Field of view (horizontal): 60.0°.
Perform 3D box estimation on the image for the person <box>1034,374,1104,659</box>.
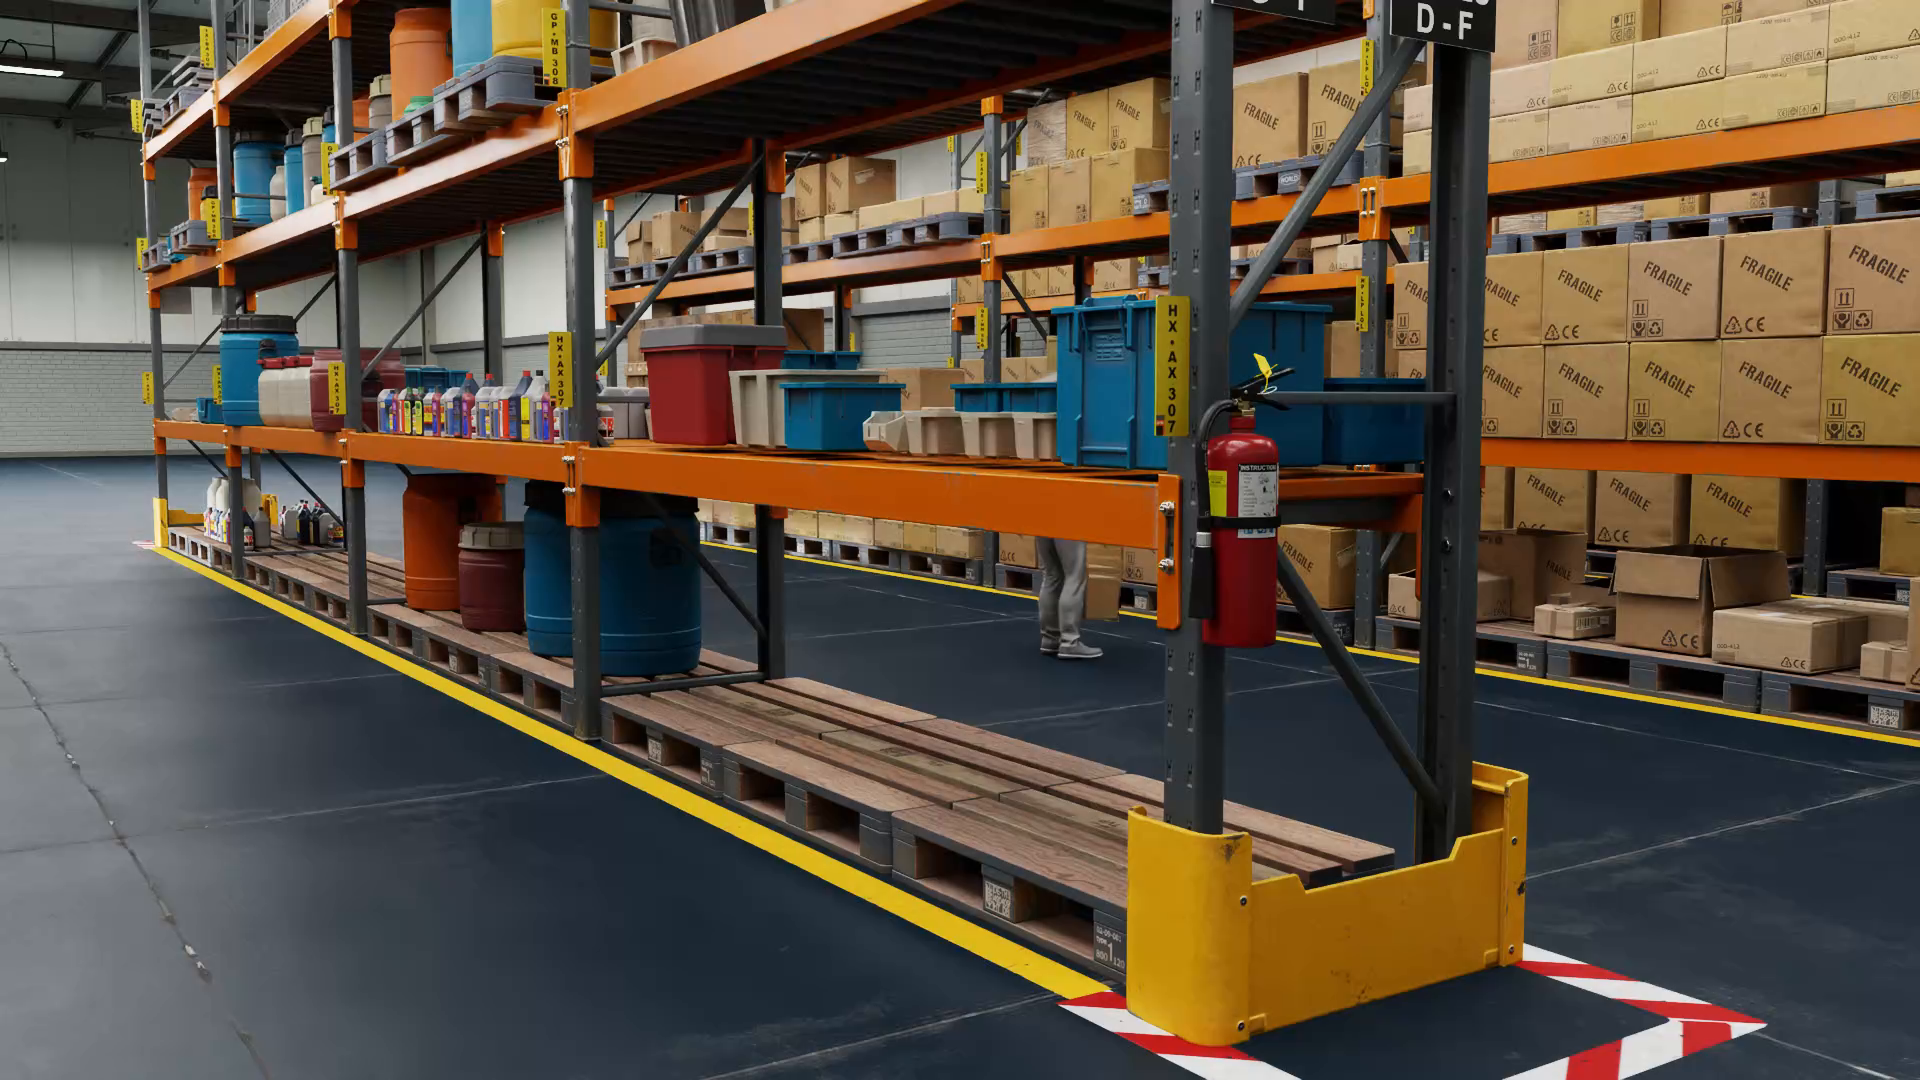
[{"bbox_3d":[0.597,-0.148,9.799,0.411,1.668,0.511,-3,6,-35],"label":"person"}]
